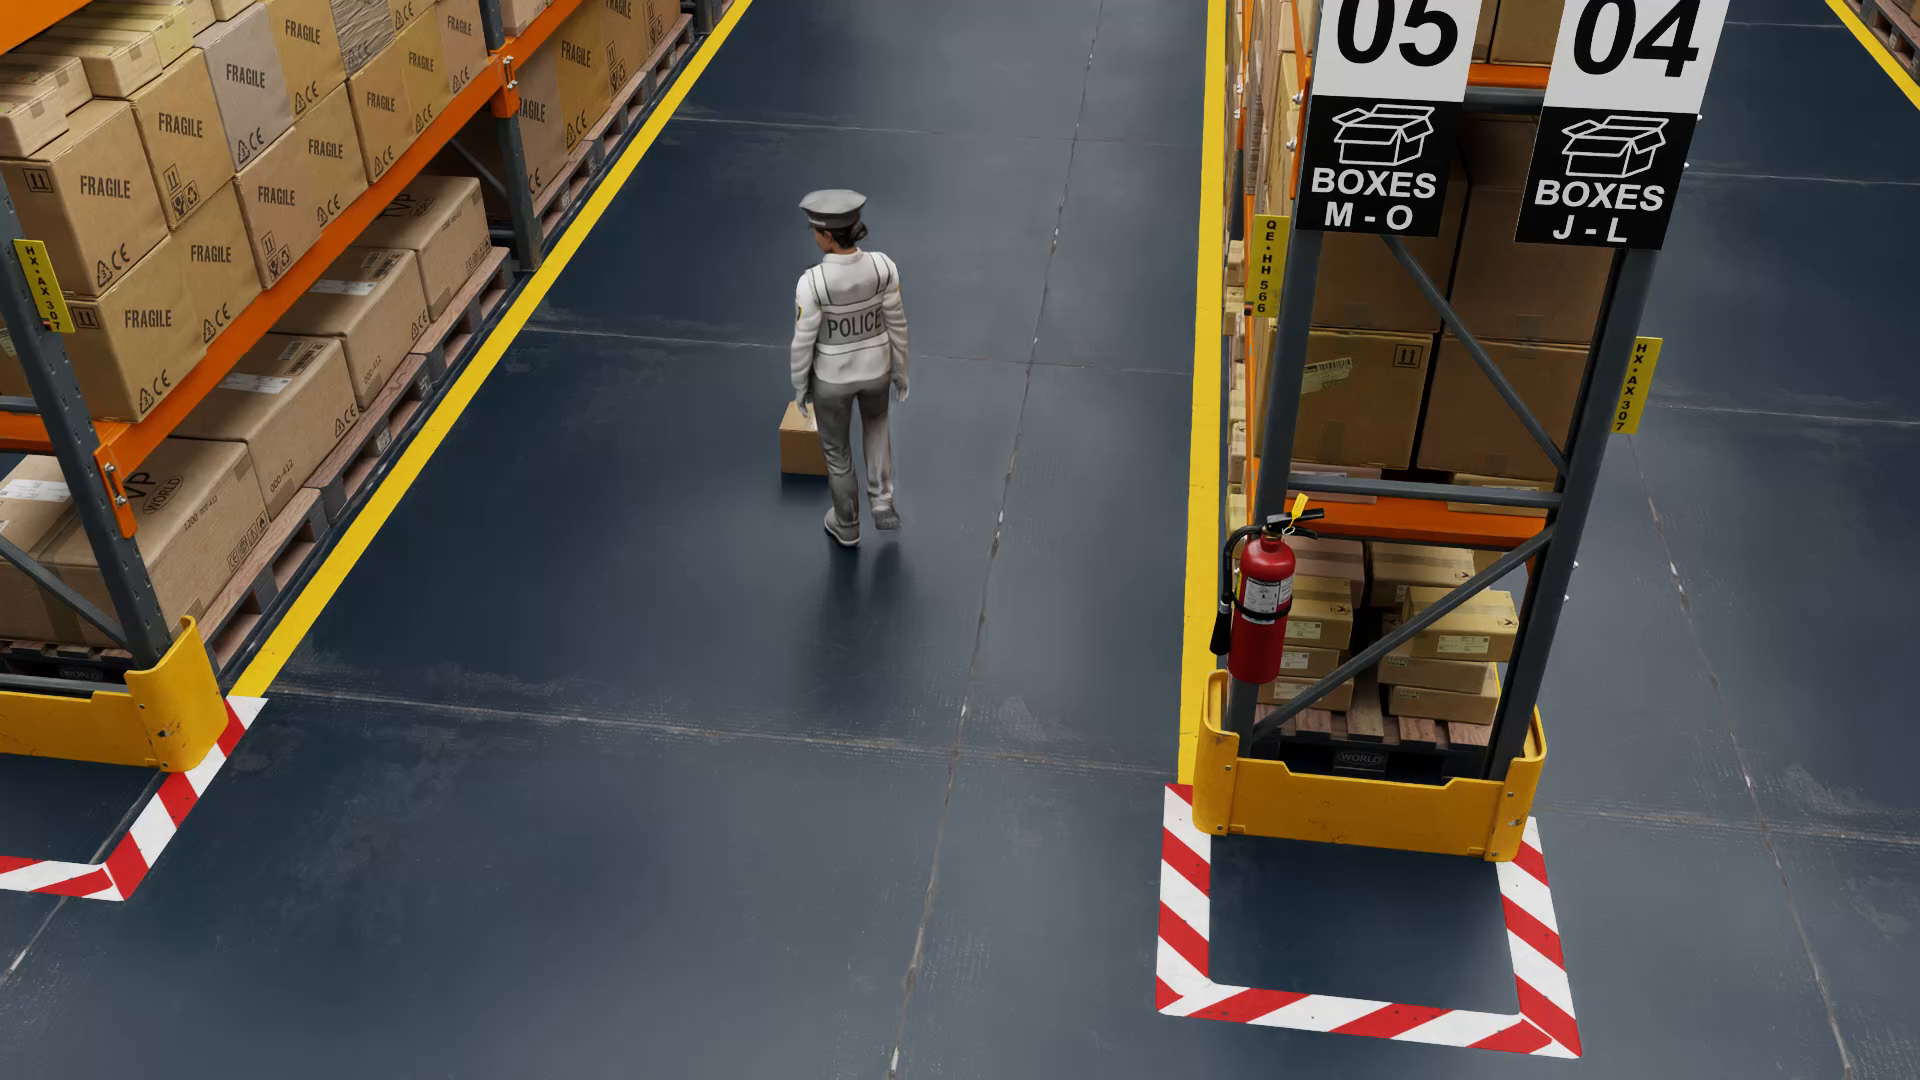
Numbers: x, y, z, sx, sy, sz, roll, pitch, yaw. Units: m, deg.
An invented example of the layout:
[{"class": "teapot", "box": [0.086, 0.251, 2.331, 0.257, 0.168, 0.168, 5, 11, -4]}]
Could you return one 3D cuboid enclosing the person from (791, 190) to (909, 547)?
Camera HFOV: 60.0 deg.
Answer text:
[{"class": "person", "box": [-0.491, -0.703, 7.073, 0.513, 1.657, 0.400, -15, 39, -20]}]
